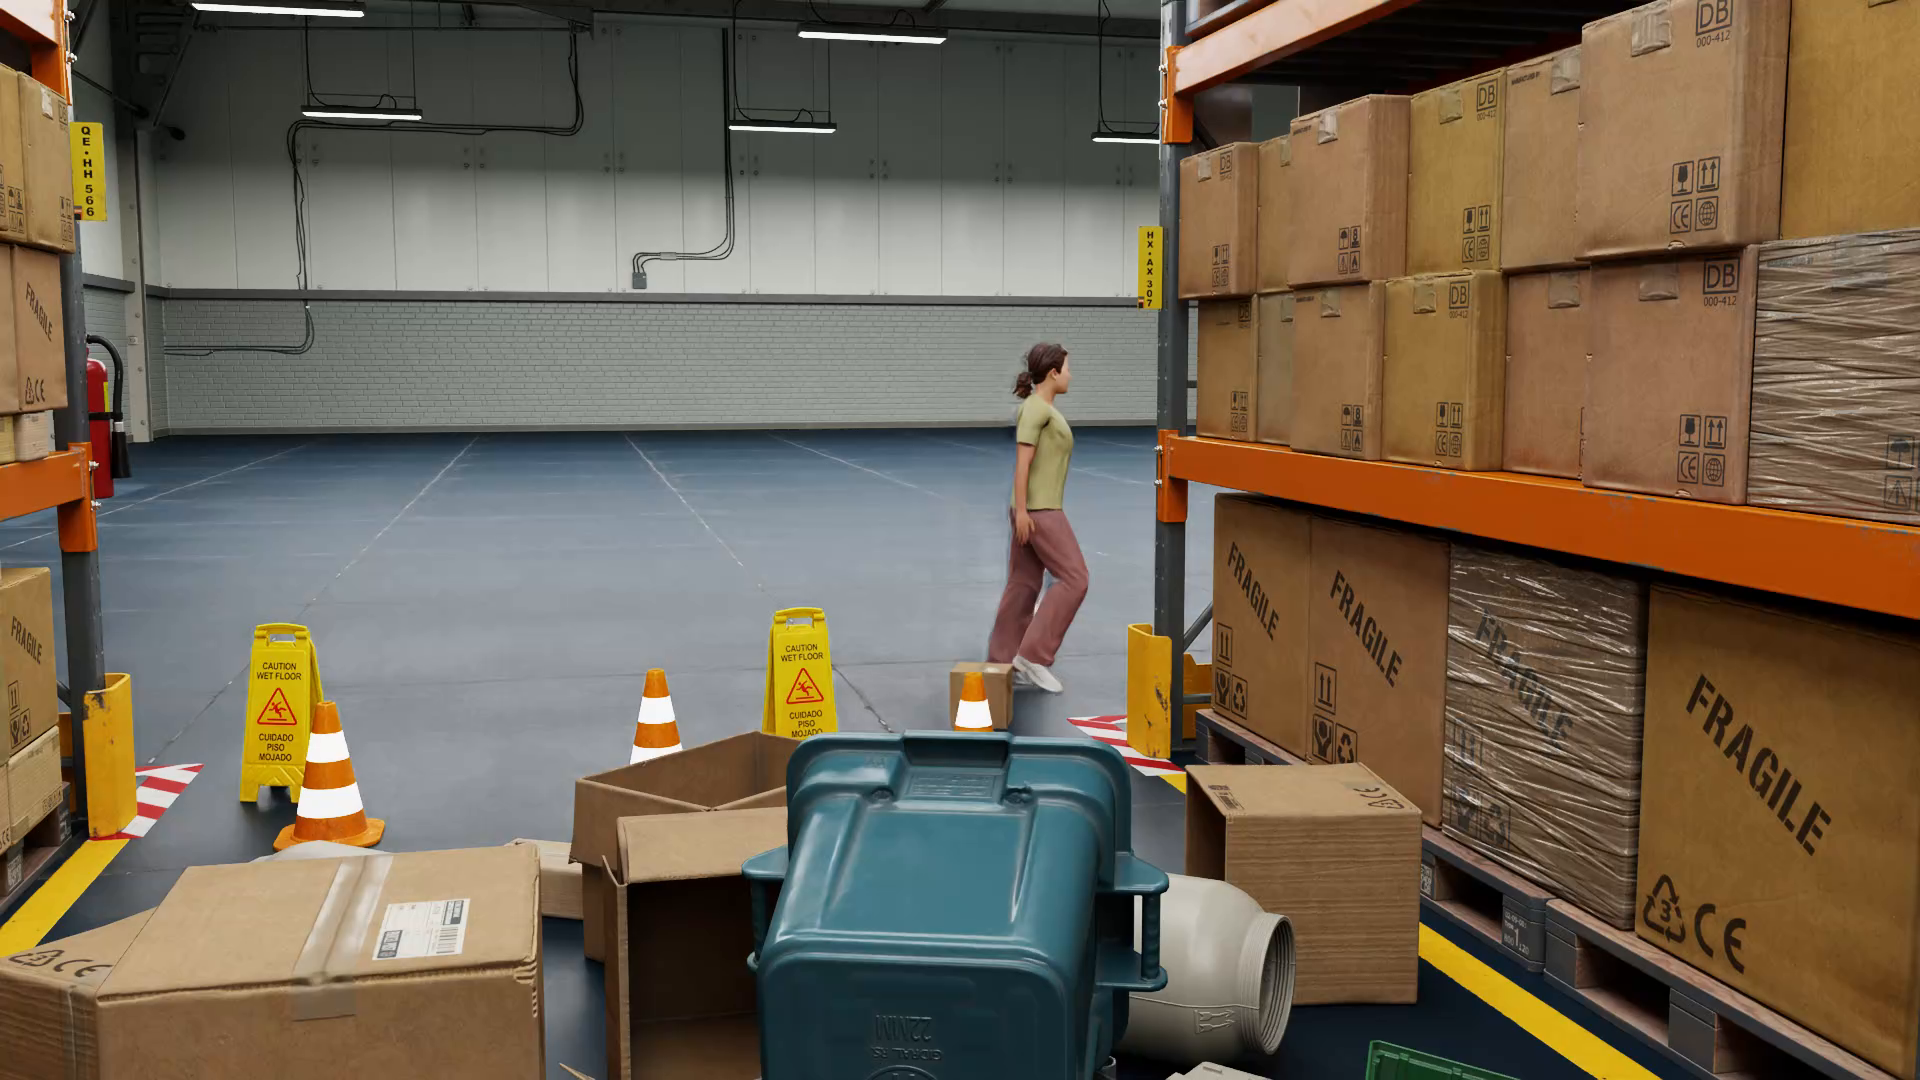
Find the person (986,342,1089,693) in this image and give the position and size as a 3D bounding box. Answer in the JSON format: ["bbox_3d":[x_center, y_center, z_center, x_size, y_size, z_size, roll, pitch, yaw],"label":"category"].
[{"bbox_3d":[0.372,-0.119,8.031,0.497,1.663,0.539,0,6,2],"label":"person"}]
